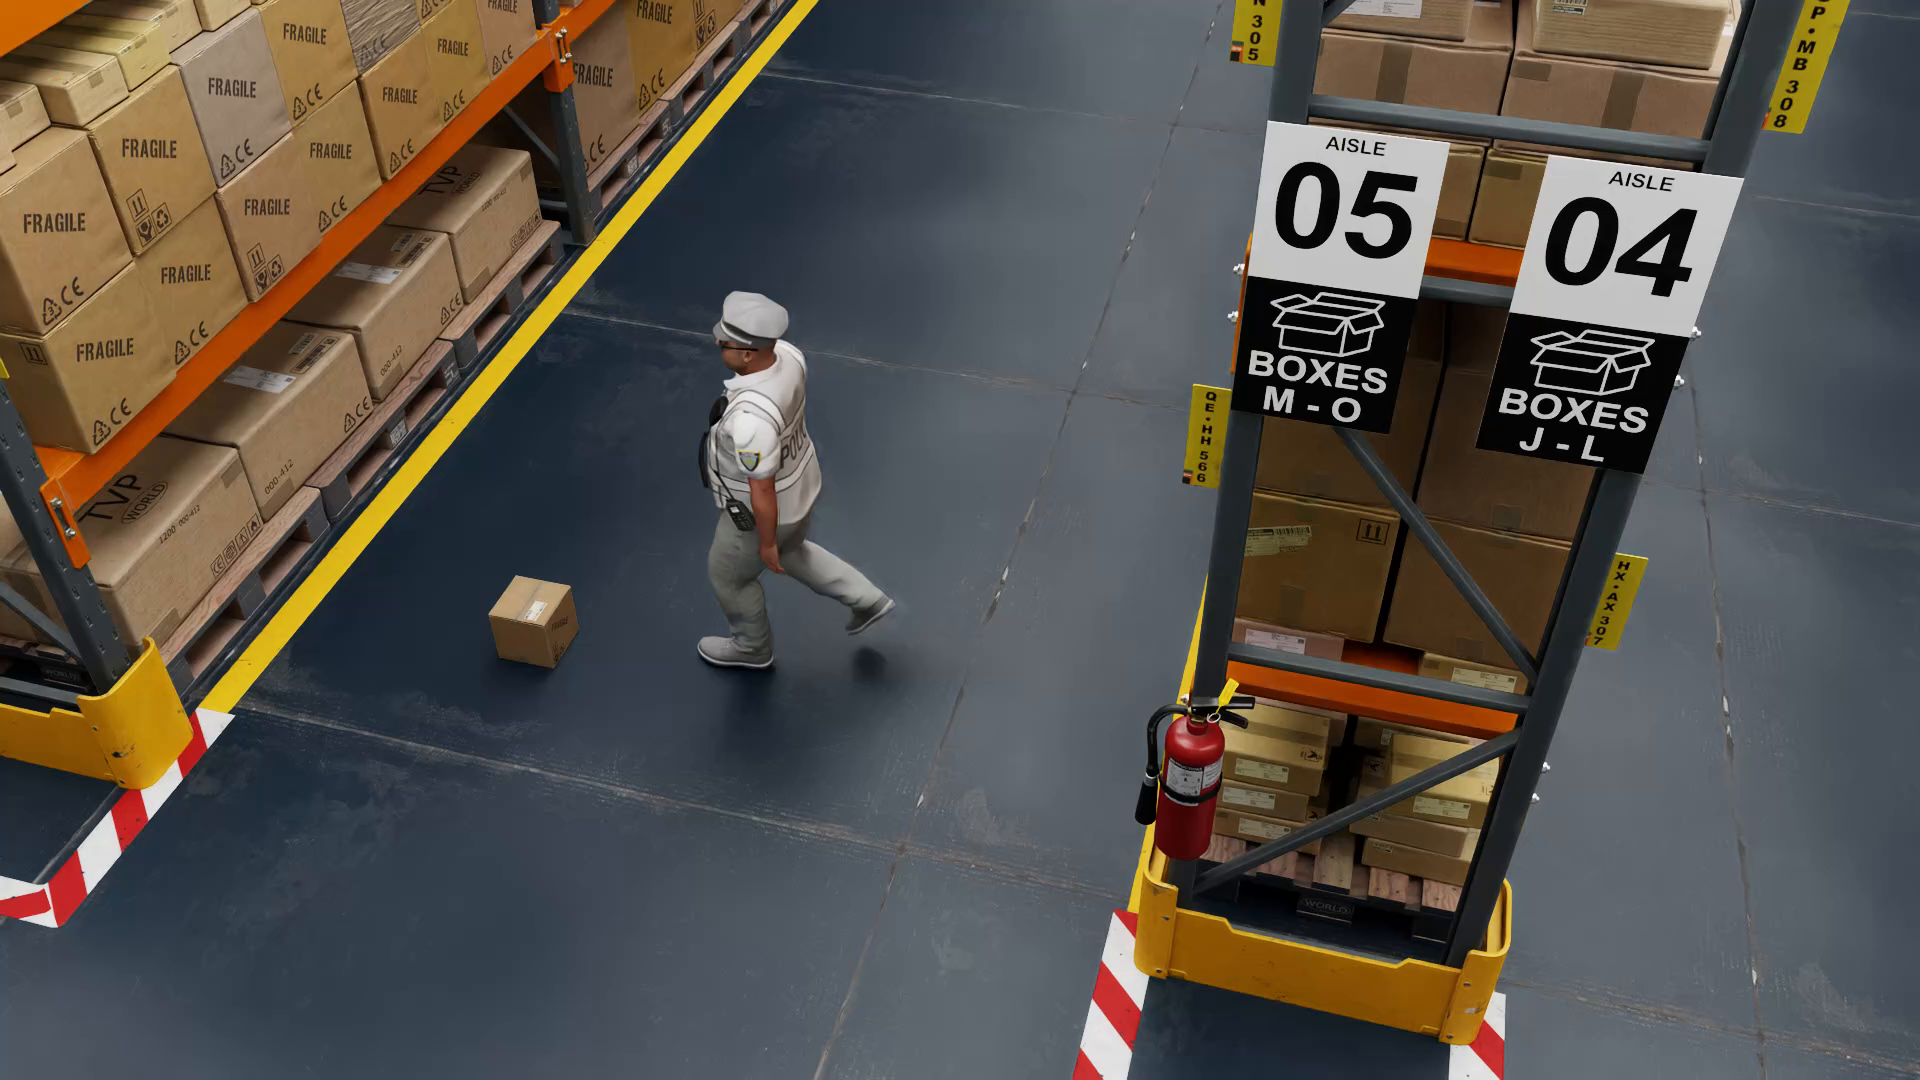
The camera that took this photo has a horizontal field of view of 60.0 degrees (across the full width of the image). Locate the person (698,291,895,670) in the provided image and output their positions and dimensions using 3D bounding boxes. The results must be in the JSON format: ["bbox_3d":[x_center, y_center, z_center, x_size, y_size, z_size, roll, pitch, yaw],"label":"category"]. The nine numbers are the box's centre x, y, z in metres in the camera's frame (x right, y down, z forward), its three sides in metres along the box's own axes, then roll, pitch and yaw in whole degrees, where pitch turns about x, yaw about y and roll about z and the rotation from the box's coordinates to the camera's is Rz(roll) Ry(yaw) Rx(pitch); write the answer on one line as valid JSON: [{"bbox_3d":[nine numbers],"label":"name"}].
[{"bbox_3d":[-0.685,-0.169,6.325,0.805,1.740,0.538,10,42,11],"label":"person"}]
